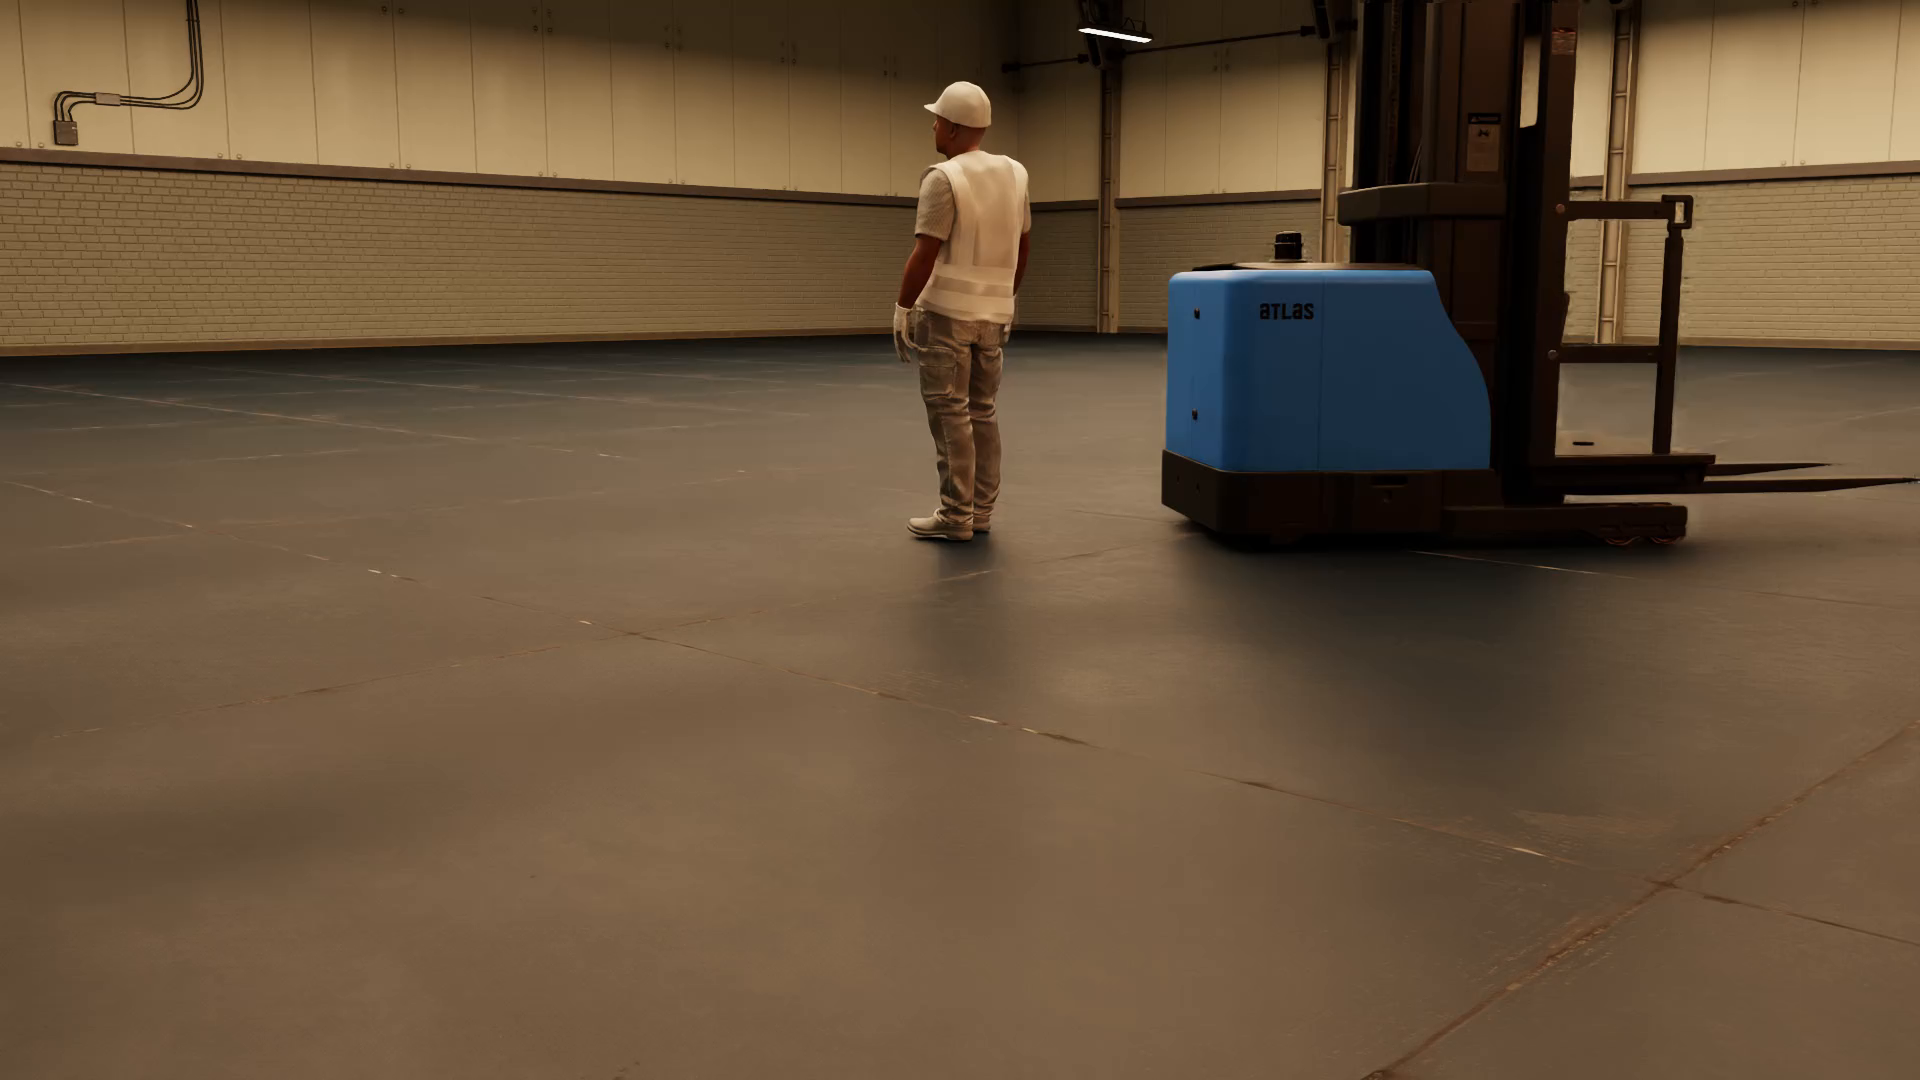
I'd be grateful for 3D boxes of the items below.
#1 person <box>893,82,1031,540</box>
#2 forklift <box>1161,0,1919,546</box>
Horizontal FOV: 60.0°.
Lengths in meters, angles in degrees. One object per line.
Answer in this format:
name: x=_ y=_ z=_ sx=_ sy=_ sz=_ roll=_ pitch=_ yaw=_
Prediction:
person: x=-0.046 y=-0.898 z=6.639 sx=0.576 sy=1.783 sz=0.657 roll=8 pitch=12 yaw=43
forklift: x=2.440 y=-1.502 z=6.847 sx=3.031 sy=2.935 sz=1.130 roll=-1 pitch=9 yaw=-7
